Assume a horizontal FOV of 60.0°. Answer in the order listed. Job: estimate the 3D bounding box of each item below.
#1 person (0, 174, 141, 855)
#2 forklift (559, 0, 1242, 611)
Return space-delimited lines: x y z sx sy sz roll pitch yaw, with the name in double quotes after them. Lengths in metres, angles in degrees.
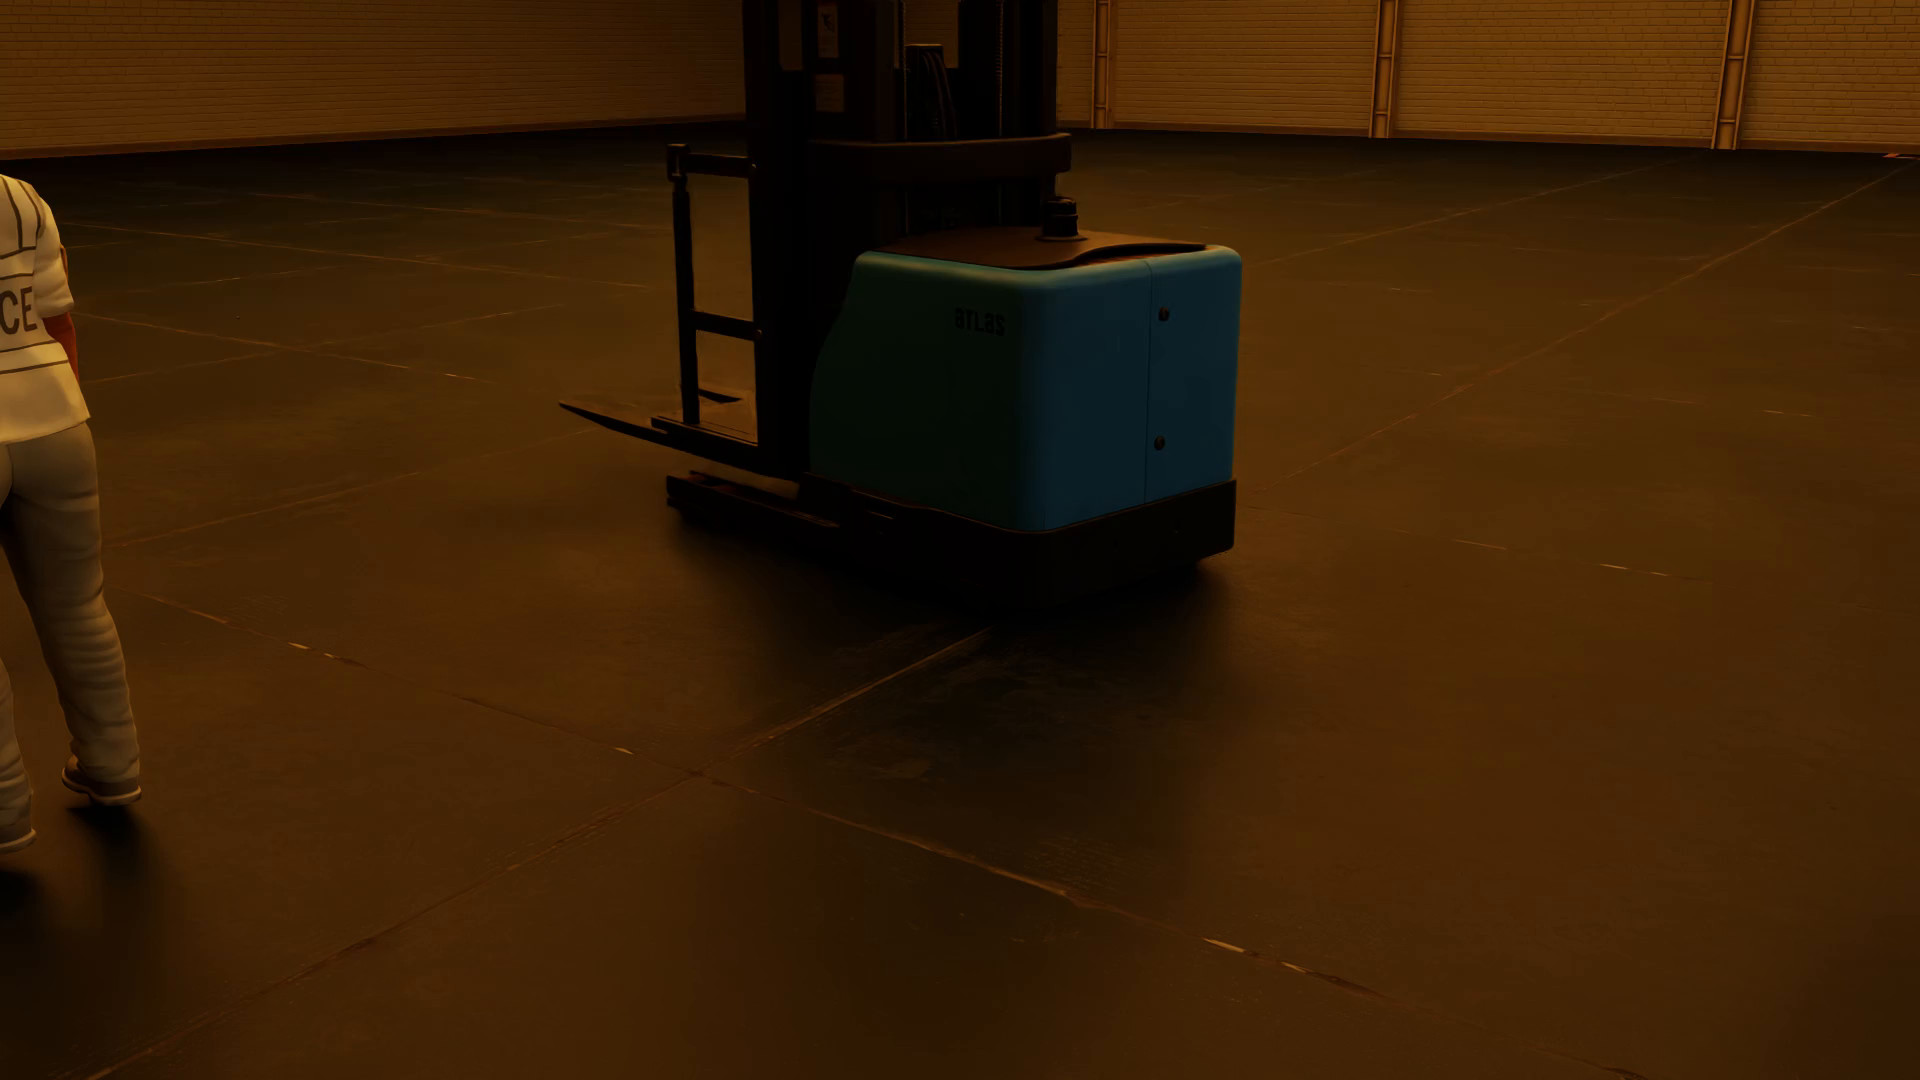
-2.058 -0.170 3.485 0.394 1.668 0.483 10 19 30 "person"
-0.449 -1.533 5.958 1.130 2.935 3.031 -15 22 -41 "forklift"
